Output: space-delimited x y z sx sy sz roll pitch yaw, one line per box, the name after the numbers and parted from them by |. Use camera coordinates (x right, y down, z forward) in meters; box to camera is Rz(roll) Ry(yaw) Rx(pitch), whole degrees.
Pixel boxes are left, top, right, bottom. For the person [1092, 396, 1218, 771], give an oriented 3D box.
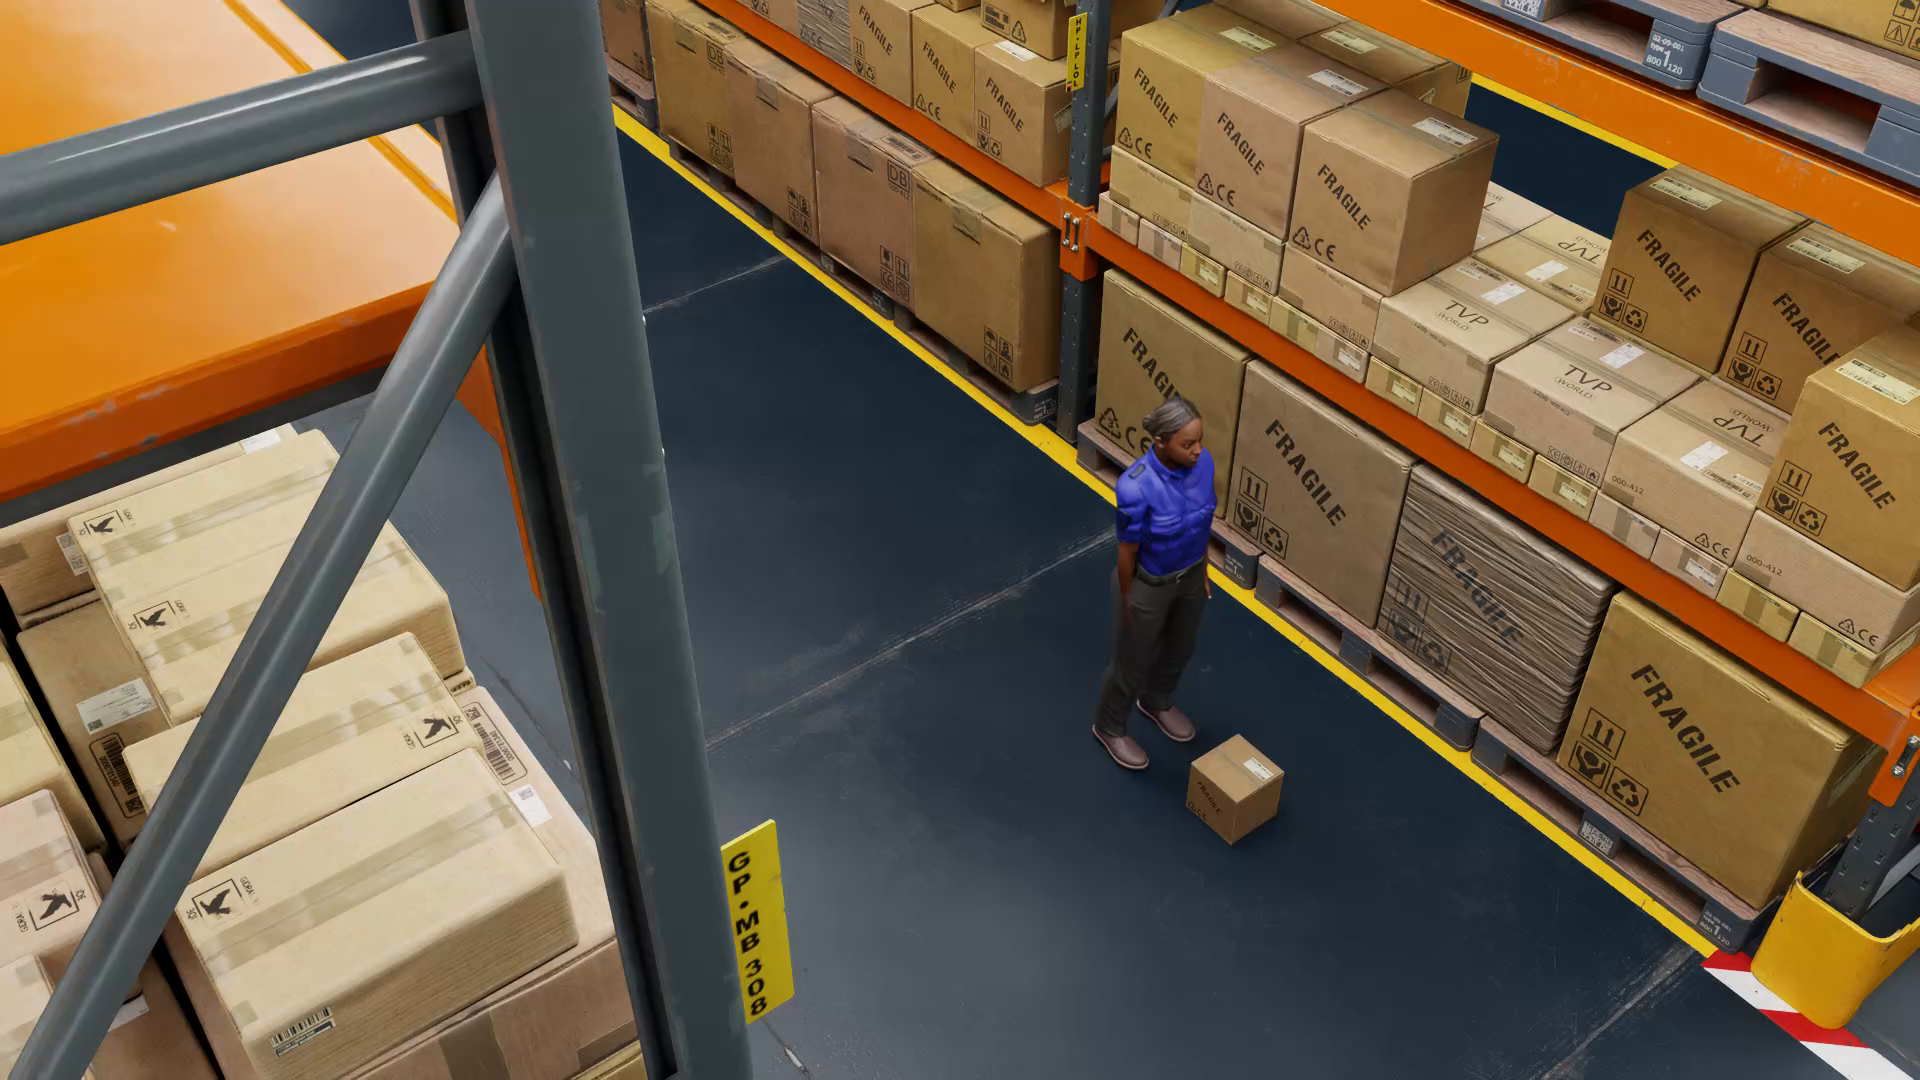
0.759 0.159 6.238 0.435 1.656 0.302 -25 47 -27 | person
